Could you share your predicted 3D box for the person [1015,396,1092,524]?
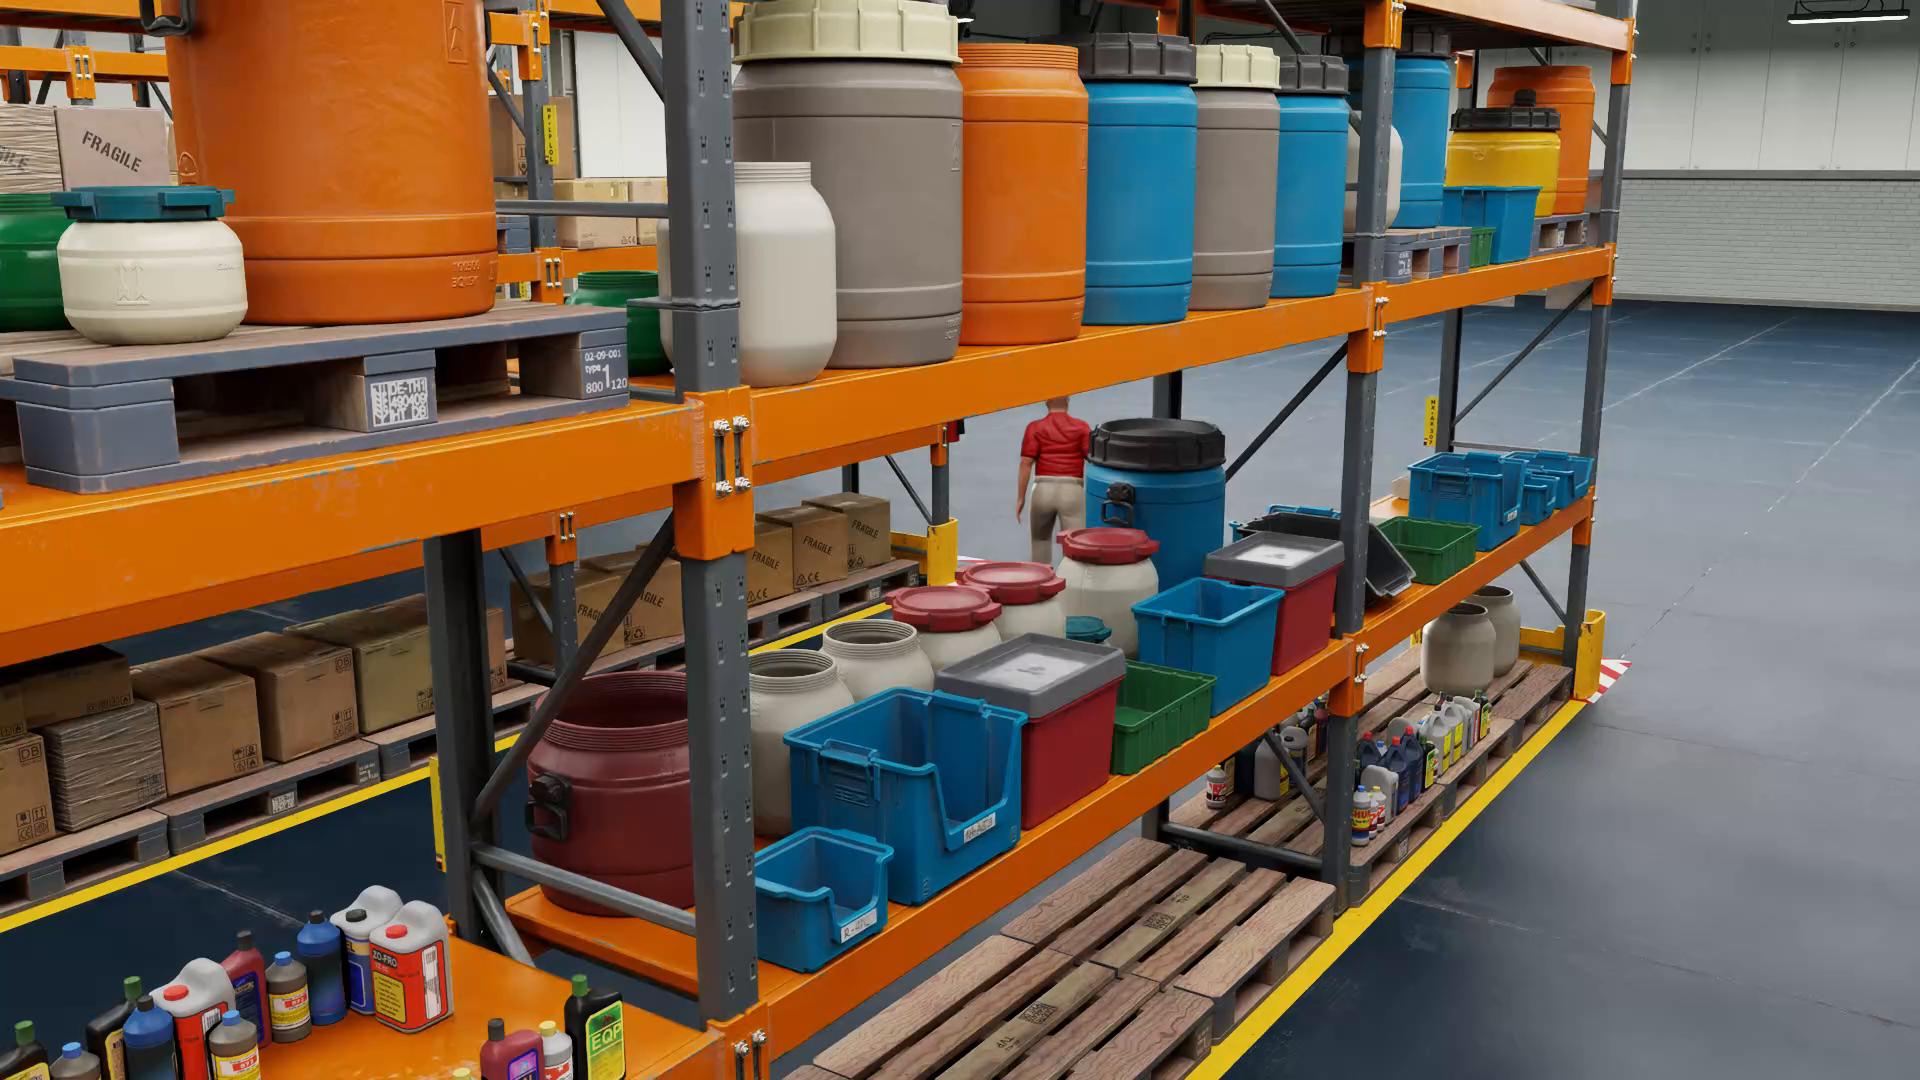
[{"bbox_3d":[0.743,-0.636,12.349,0.623,1.015,0.366,2,13,10],"label":"person"}]
